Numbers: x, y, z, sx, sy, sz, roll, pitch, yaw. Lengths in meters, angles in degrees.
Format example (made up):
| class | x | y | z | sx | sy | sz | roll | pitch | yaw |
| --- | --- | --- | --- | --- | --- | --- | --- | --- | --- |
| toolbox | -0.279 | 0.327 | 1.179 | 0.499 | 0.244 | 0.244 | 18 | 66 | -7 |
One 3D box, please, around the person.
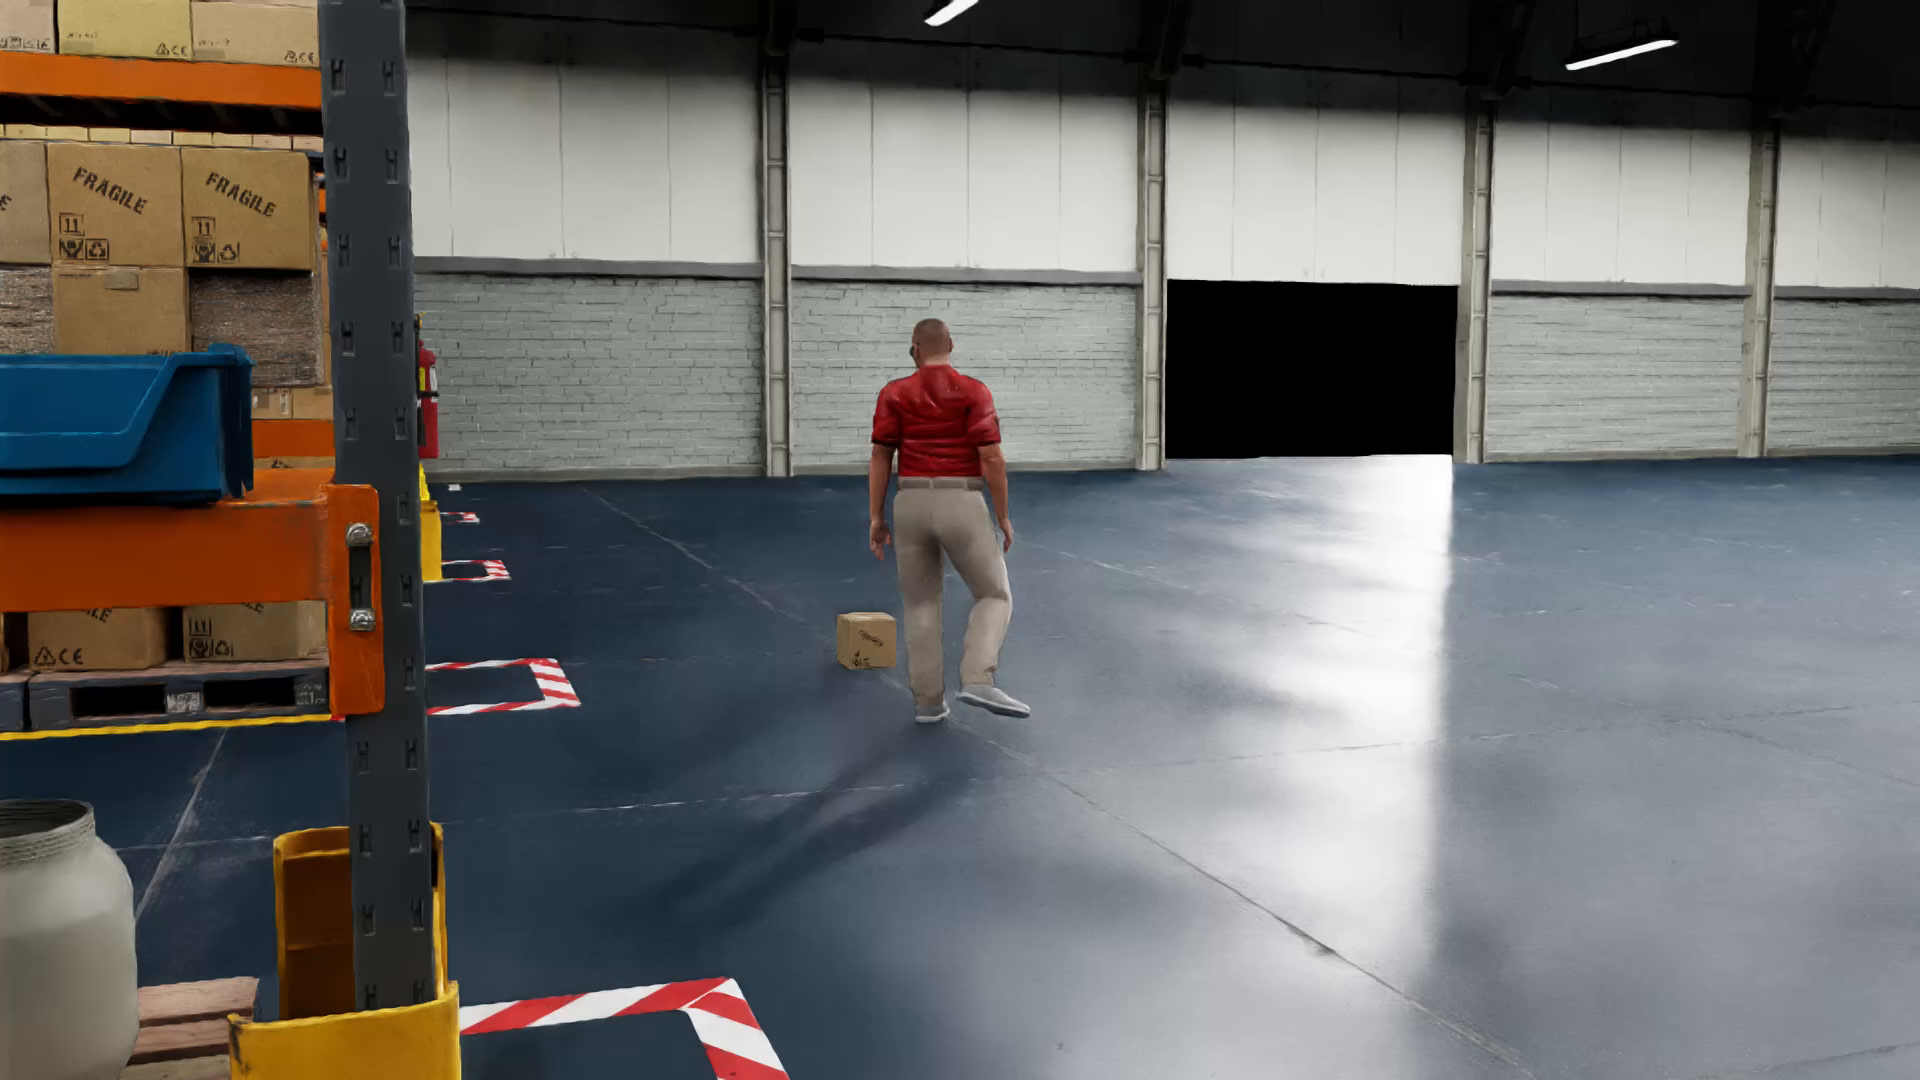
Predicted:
| class | x | y | z | sx | sy | sz | roll | pitch | yaw |
| --- | --- | --- | --- | --- | --- | --- | --- | --- | --- |
| person | -0.031 | -0.081 | 7.055 | 0.722 | 1.719 | 0.491 | 1 | 6 | 14 |
